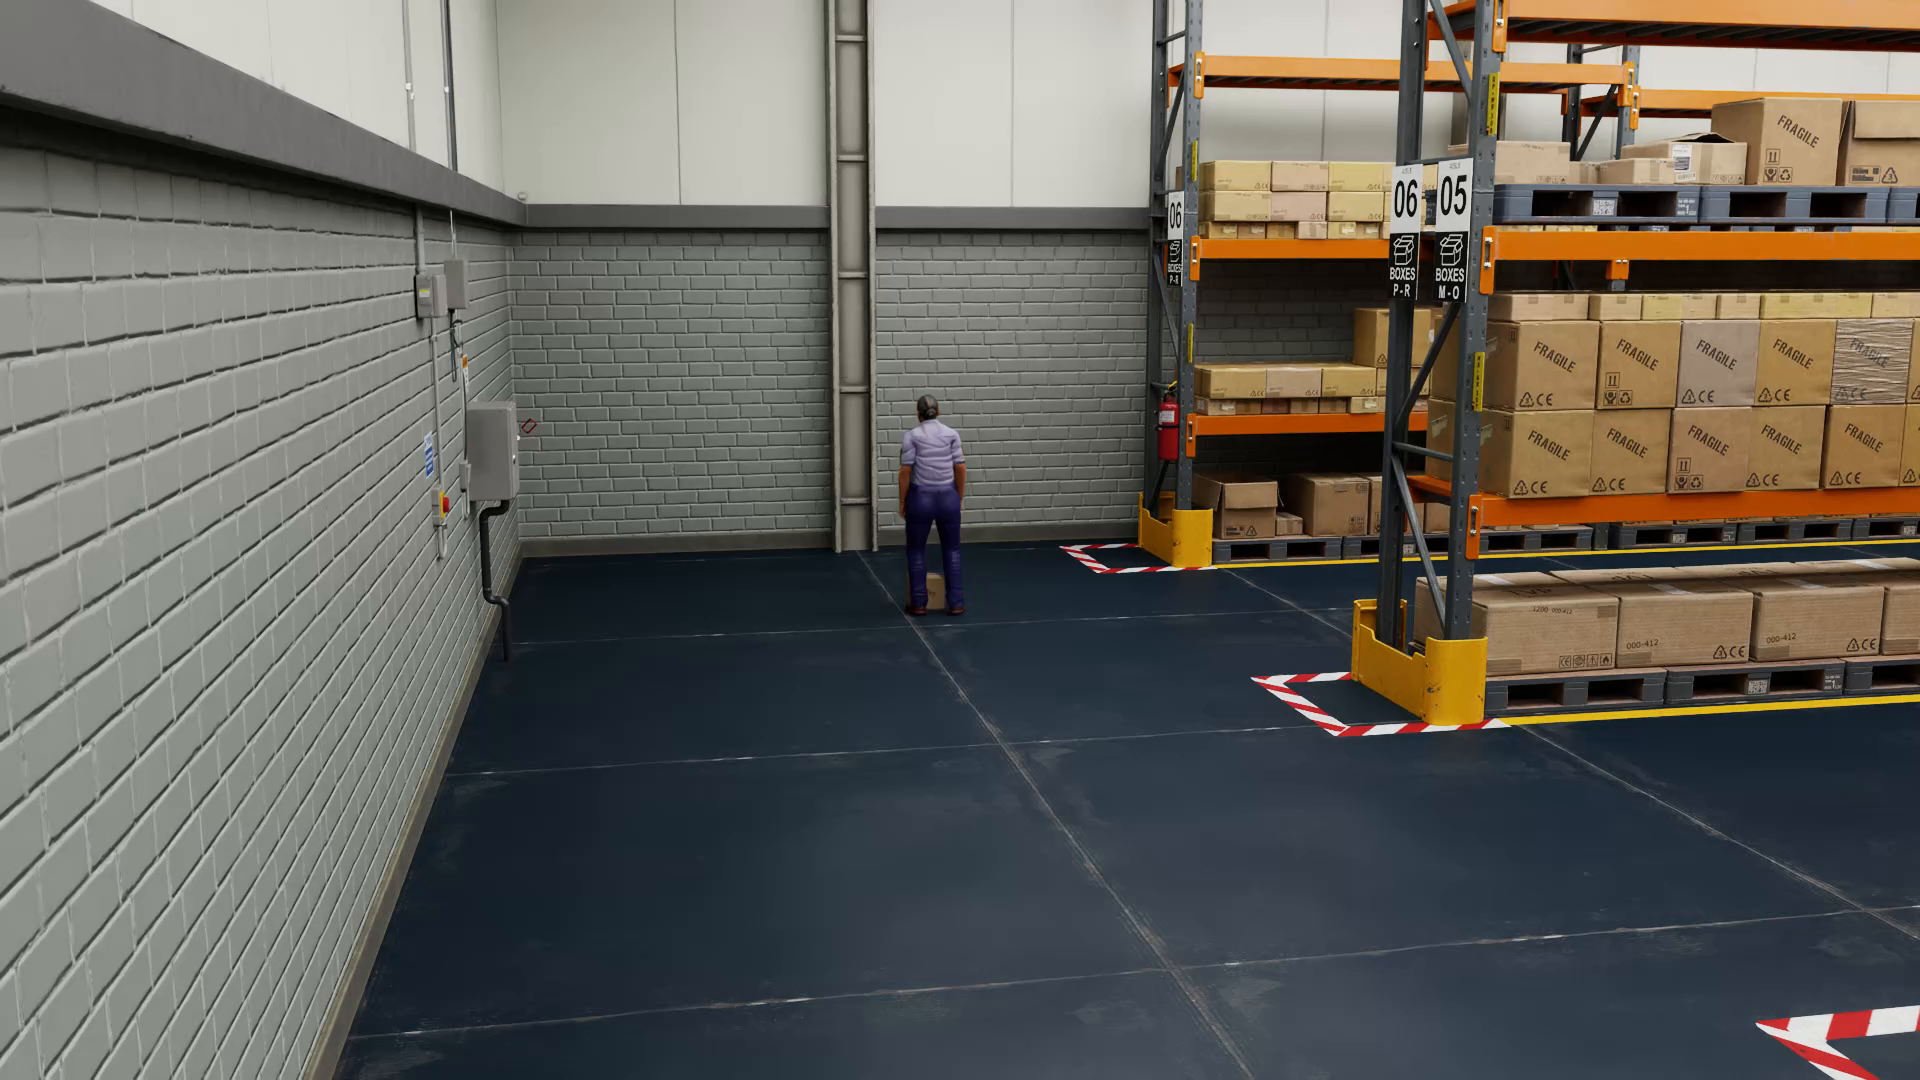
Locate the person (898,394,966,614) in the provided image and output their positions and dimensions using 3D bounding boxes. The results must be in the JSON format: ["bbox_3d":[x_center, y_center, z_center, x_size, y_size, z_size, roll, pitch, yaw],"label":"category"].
[{"bbox_3d":[-0.204,-0.261,12.438,0.530,1.652,0.422,-2,10,-13],"label":"person"}]
